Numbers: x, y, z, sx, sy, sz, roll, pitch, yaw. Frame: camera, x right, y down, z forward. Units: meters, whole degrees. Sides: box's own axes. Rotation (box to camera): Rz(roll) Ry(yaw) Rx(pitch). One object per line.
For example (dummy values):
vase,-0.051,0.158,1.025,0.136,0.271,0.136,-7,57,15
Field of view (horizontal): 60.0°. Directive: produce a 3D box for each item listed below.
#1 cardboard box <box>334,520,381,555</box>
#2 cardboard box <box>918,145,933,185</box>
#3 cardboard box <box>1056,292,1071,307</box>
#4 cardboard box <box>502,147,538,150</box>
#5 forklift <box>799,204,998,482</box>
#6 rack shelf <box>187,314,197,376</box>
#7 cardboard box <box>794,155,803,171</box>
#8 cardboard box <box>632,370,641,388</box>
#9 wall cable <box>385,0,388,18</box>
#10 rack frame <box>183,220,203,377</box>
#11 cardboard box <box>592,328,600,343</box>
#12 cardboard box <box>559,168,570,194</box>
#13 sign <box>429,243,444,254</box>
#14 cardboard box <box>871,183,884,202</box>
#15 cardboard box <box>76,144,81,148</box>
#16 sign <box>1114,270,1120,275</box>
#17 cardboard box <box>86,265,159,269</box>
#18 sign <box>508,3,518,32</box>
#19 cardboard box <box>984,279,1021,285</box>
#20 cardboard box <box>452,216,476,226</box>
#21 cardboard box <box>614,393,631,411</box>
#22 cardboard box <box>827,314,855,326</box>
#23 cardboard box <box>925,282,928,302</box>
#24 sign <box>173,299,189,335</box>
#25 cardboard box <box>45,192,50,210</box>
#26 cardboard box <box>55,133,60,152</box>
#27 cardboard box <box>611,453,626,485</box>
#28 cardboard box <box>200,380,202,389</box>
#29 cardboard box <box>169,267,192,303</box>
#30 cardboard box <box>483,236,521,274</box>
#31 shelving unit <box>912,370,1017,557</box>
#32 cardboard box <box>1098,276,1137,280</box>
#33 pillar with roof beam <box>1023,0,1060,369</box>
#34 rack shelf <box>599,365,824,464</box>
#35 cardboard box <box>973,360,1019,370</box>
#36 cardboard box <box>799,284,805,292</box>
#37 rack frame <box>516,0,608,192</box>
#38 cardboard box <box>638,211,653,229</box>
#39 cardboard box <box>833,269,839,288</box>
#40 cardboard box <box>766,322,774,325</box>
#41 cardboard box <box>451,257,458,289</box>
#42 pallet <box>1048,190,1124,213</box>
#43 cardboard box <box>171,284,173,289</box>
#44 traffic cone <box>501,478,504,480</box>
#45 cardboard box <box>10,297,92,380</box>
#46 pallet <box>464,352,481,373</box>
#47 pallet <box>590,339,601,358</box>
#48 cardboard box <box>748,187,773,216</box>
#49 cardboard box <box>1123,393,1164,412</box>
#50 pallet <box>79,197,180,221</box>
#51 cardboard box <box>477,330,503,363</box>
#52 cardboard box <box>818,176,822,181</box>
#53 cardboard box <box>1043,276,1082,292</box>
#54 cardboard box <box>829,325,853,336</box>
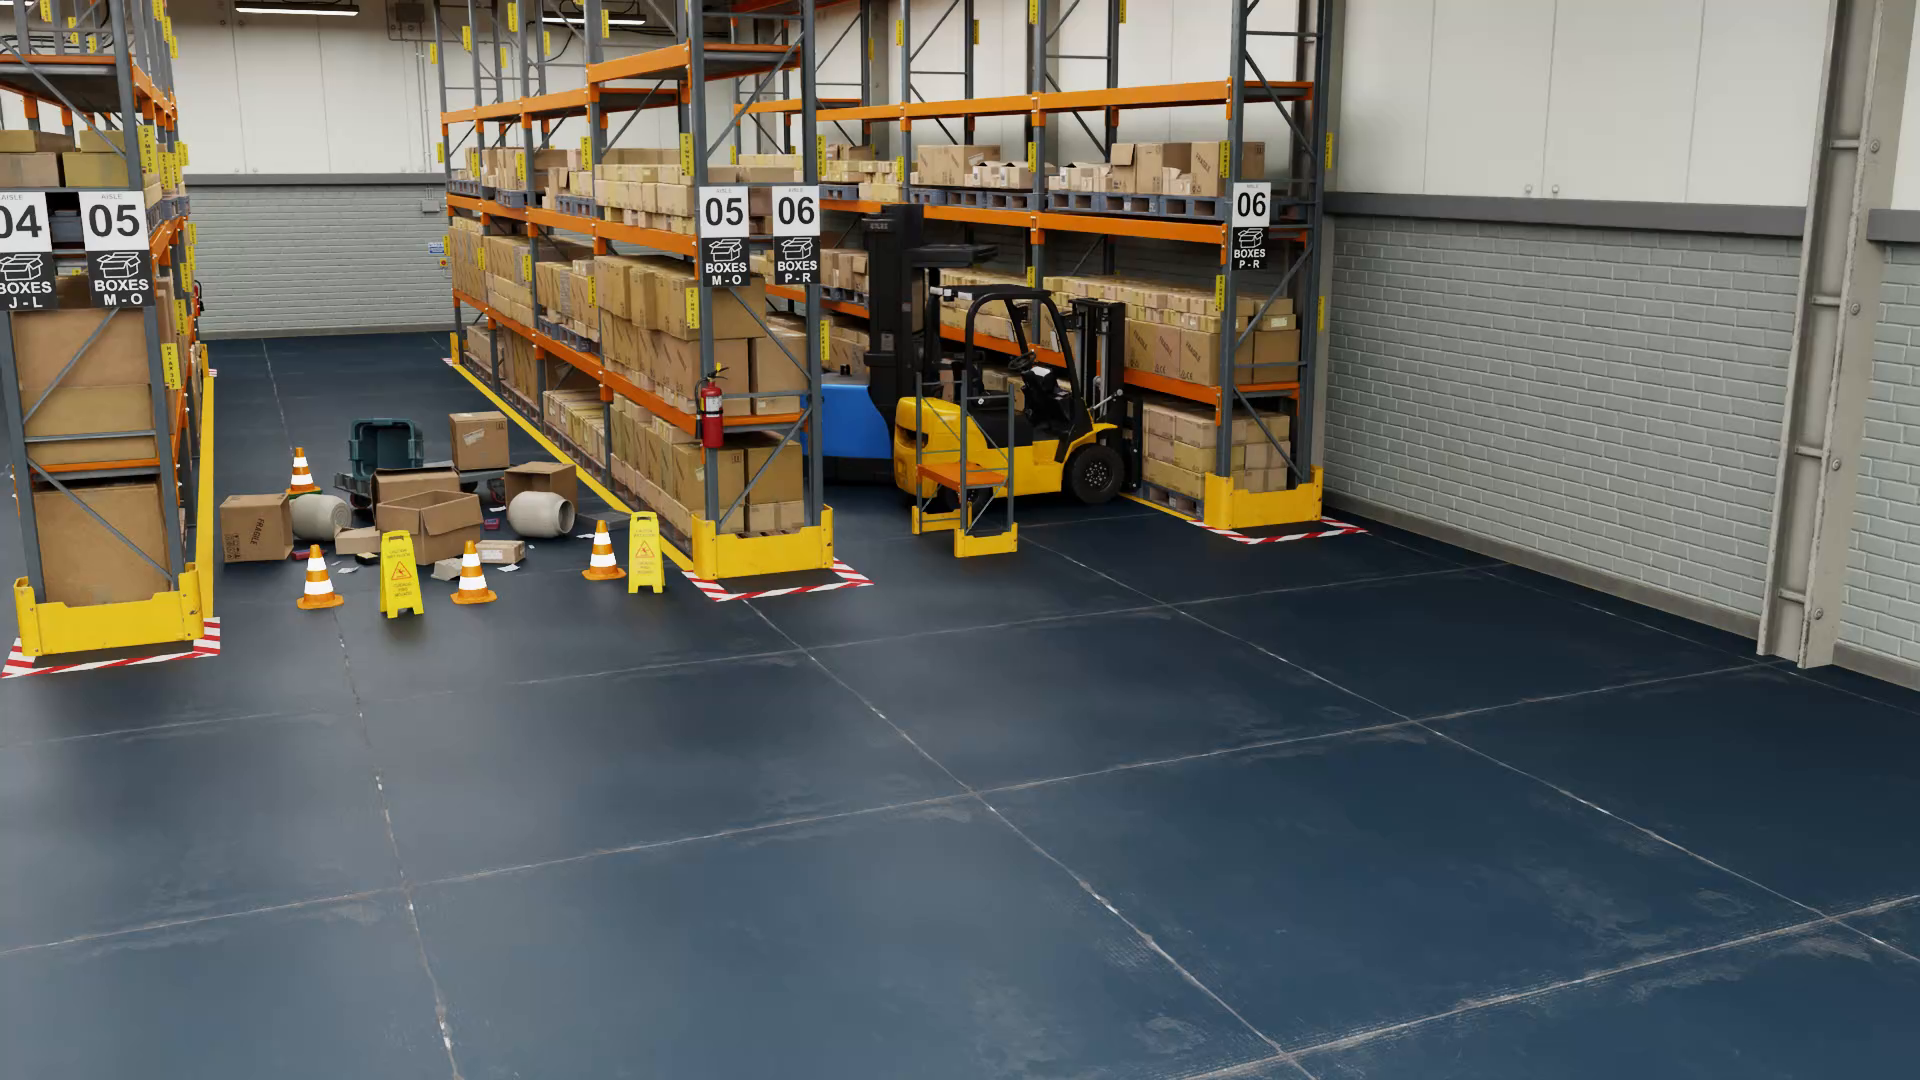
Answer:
cardboard box,-5.360,-0.035,14.811,0.396,0.266,0.258,-3,13,-13
cardboard box,-0.230,-4.891,21.702,0.500,0.500,0.500,-5,14,-22
cardboard box,1.298,-2.694,18.579,0.380,0.149,0.250,-5,14,-22
cardboard box,-6.489,-5.580,24.681,0.500,0.500,0.500,-5,14,-22
forklift,-0.165,-2.067,17.681,3.031,2.935,1.130,3,13,15
rack shelf,-10.139,-2.445,20.755,1.077,0.370,4.000,-6,14,-23
cardboard box,-2.322,-5.985,26.367,0.500,0.250,0.500,-6,14,-23
cardboard box,-2.905,-1.542,15.817,0.380,0.149,0.250,-6,14,-23
wall cable,-12.002,-11.358,31.061,2.355,3.000,0.029,-6,14,-23
rack frame,-12.543,-4.035,26.030,1.000,3.000,0.127,-6,14,-23
cardboard box,-3.700,-2.187,17.673,0.380,0.149,0.250,-5,14,-22
cardboard box,-4.206,-4.049,19.211,0.797,0.503,0.637,-6,14,-23
sign,-10.397,-5.805,33.082,0.327,0.218,0.001,-6,14,-23
cardboard box,-0.927,-4.875,23.342,0.500,0.250,0.500,-6,14,-23
cardboard box,-9.957,-4.430,19.165,0.396,0.266,0.258,-6,14,-23
sign,1.814,-2.983,19.392,0.100,0.325,0.005,-6,14,-23
cardboard box,-8.756,-2.614,17.452,0.700,0.500,0.500,-6,14,-24
sign,-5.350,-6.254,19.892,0.100,0.325,0.005,-6,14,-23
cardboard box,0.521,-3.097,20.318,0.380,0.149,0.250,-6,14,-24
cardboard box,-8.159,-5.256,27.430,0.380,0.149,0.250,-5,14,-22
cardboard box,-3.257,-1.392,16.678,0.380,0.149,0.250,-5,14,-22
cardboard box,-1.851,-3.426,25.913,0.380,0.149,0.250,-6,14,-26
cardboard box,-0.143,-3.252,21.873,0.500,0.250,0.500,-5,14,-21
sign,-7.228,-2.066,15.430,0.100,0.325,0.005,-6,14,-23
cardboard box,-6.678,-2.412,11.769,0.380,0.149,0.250,-5,14,-22
cardboard box,-7.292,-3.116,13.044,0.380,0.149,0.250,-6,14,-23
cardboard box,-3.252,-0.742,16.971,0.500,0.250,0.500,-6,14,-26
cardboard box,-10.899,-2.183,23.422,0.380,0.149,0.250,-5,14,-21
cardboard box,-10.908,-3.527,22.955,0.500,0.500,0.500,-6,14,-24
cardboard box,-6.533,-4.095,23.853,0.500,0.500,0.500,-5,14,-22
shelving unit,0.031,-0.715,15.013,0.587,1.500,1.083,-6,14,-23
cardboard box,1.773,-2.888,18.756,0.380,0.149,0.250,-6,14,-24
pillar with roof beam,-2.893,-5.645,19.683,9.100,9.000,0.400,-6,14,-23
rack shelf,-2.440,-1.260,15.636,1.077,0.370,4.000,-6,14,-23
cardboard box,0.480,-1.943,21.329,0.875,0.625,0.625,-6,14,-25
cardboard box,-2.382,-4.098,26.860,0.380,0.149,0.250,-5,14,-21
rack frame,-4.843,-5.773,20.235,1.000,3.000,0.127,-6,14,-23
cardboard box,-2.694,-2.898,15.023,0.380,0.149,0.250,-6,14,-24
cardboard box,-1.694,-3.943,25.000,0.396,0.266,0.258,-5,14,-20
cardboard box,-1.990,-1.725,15.171,0.500,0.500,0.500,-6,14,-24
cardboard box,-8.119,-4.426,27.501,0.500,0.500,0.500,-6,14,-23
pallet,1.671,-3.717,18.201,1.003,0.211,1.213,-6,14,-23
cardboard box,-9.456,-2.922,19.530,0.380,0.149,0.250,-6,14,-24
traffic cone,-5.020,-0.917,18.187,0.336,0.463,0.334,-6,14,-23
cardboard box,-6.552,-1.514,12.410,0.875,0.550,0.550,-6,14,-23
pallet,-7.656,-2.986,27.684,1.003,0.211,1.213,-6,14,-23
pallet,-3.414,-2.101,18.101,1.003,0.211,1.213,-6,14,-23
cardboard box,-1.596,-2.858,13.968,0.500,0.250,0.500,-6,14,-24
cardboard box,1.821,-1.379,17.505,0.500,0.250,0.500,-6,14,-24
pallet,-8.581,-3.392,17.021,1.003,0.211,1.213,-5,14,-20
cardboard box,-7.317,-3.143,26.930,0.875,0.438,0.875,-5,14,-21
cardboard box,-2.072,-5.563,25.387,0.380,0.149,0.250,-5,14,-22
cardboard box,1.162,-2.890,18.762,0.380,0.149,0.250,-5,14,-22
cardboard box,-1.817,-3.280,25.942,0.380,0.149,0.250,-6,14,-25
